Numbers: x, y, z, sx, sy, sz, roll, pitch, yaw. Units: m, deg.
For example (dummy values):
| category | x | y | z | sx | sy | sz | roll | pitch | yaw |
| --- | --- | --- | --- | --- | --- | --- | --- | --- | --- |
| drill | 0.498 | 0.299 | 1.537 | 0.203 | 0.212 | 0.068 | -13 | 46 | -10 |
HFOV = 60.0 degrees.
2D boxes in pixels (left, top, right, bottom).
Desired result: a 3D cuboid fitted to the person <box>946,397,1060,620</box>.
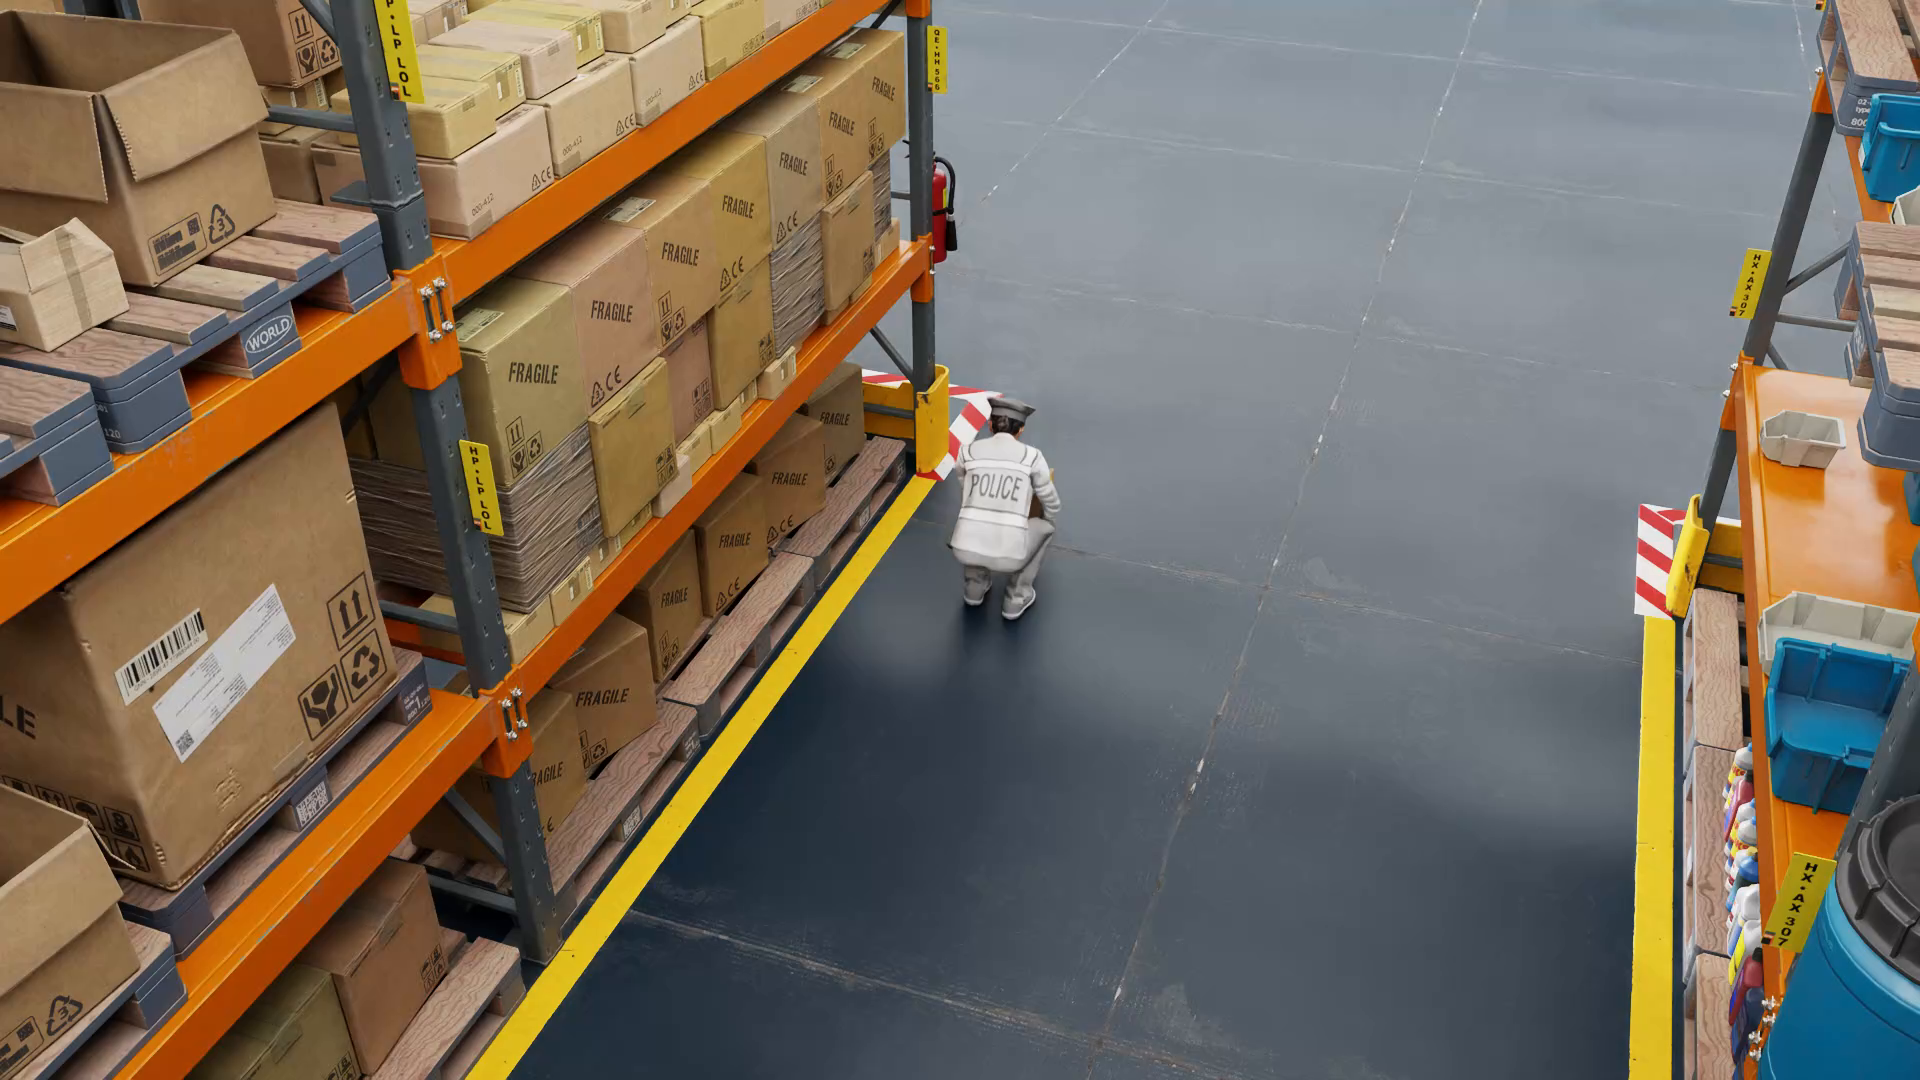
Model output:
| category | x | y | z | sx | sy | sz | roll | pitch | yaw |
| --- | --- | --- | --- | --- | --- | --- | --- | --- | --- |
| person | 0.195 | -0.162 | 8.033 | 0.507 | 0.961 | 0.820 | 11 | 35 | 16 |
